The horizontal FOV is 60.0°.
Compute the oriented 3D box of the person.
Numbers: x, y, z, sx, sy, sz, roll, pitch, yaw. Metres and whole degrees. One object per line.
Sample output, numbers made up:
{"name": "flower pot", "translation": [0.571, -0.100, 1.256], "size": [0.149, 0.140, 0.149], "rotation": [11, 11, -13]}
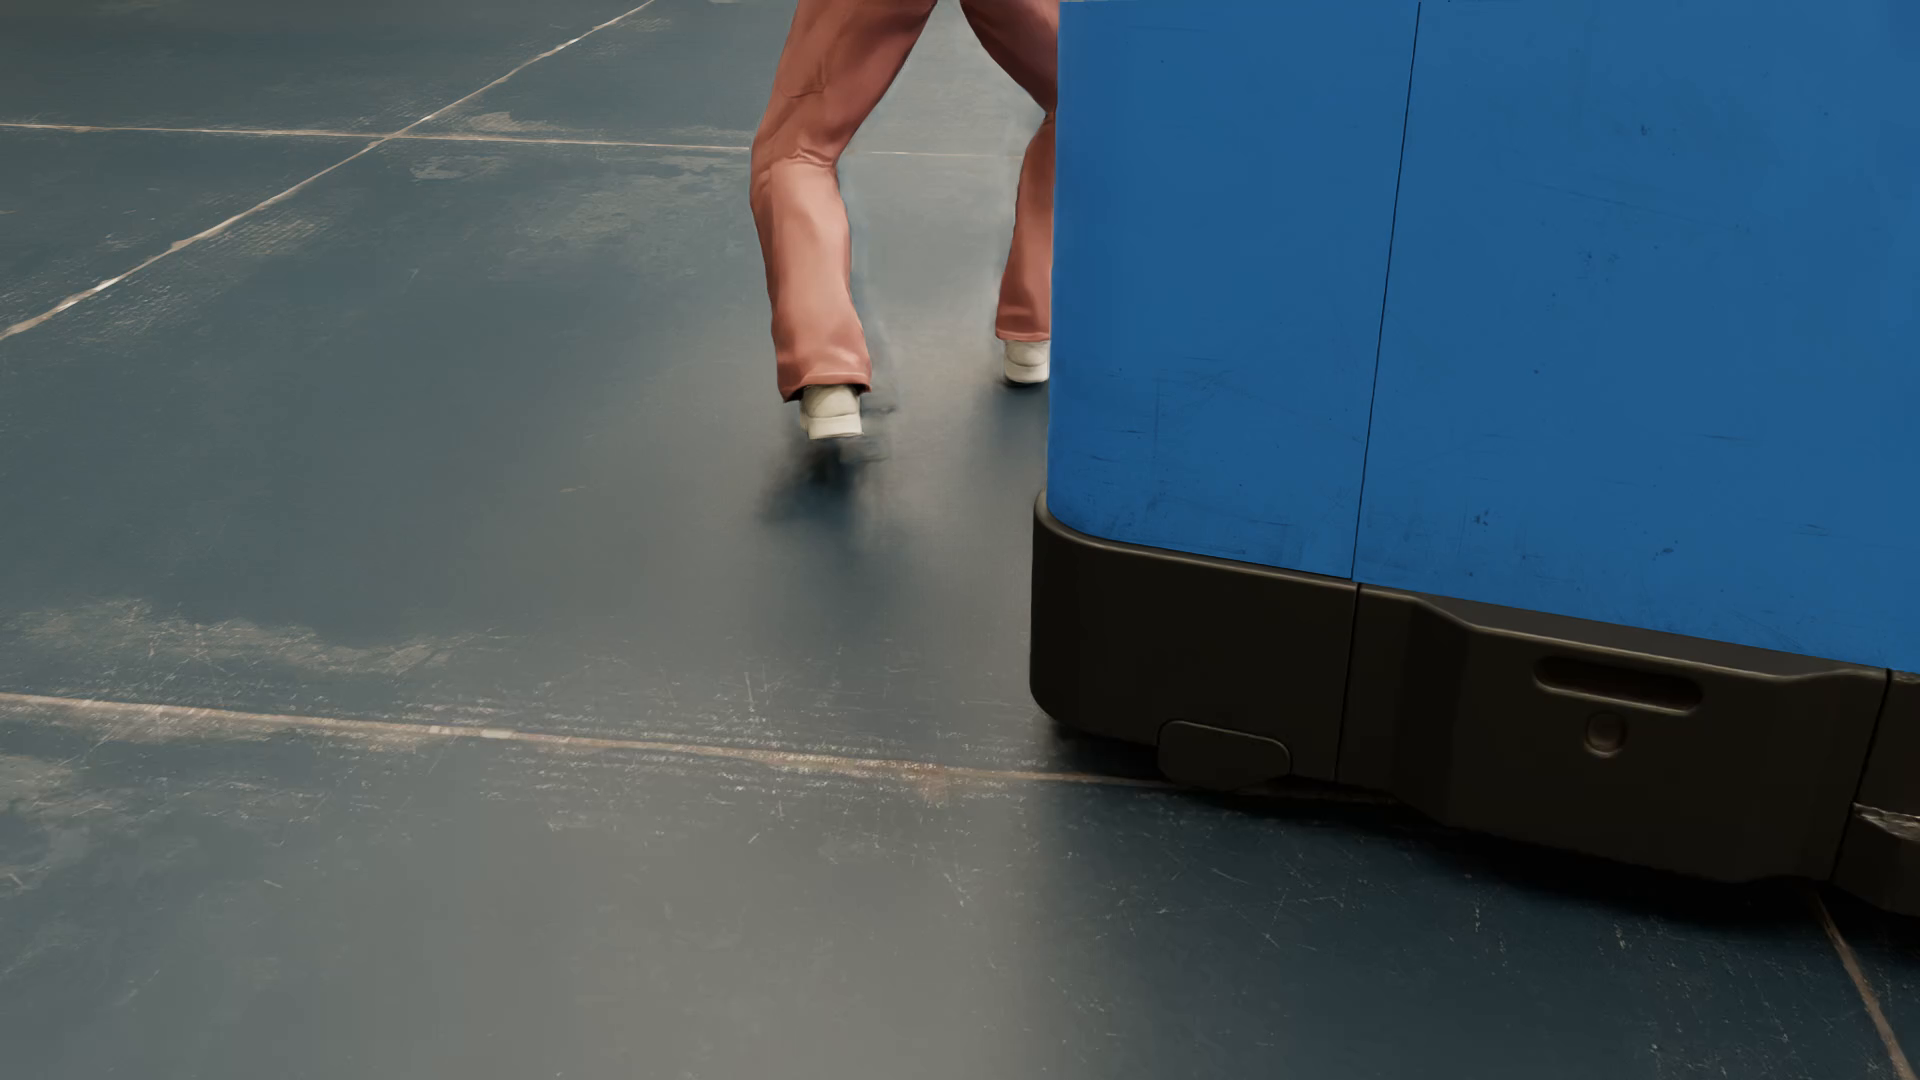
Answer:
{"name": "person", "translation": [0.033, -0.951, 2.690], "size": [0.787, 1.496, 0.817], "rotation": [-4, 27, -8]}

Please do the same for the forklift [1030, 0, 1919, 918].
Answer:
{"name": "forklift", "translation": [1.655, -1.022, 1.266], "size": [3.031, 2.935, 1.130], "rotation": [10, 28, 18]}
